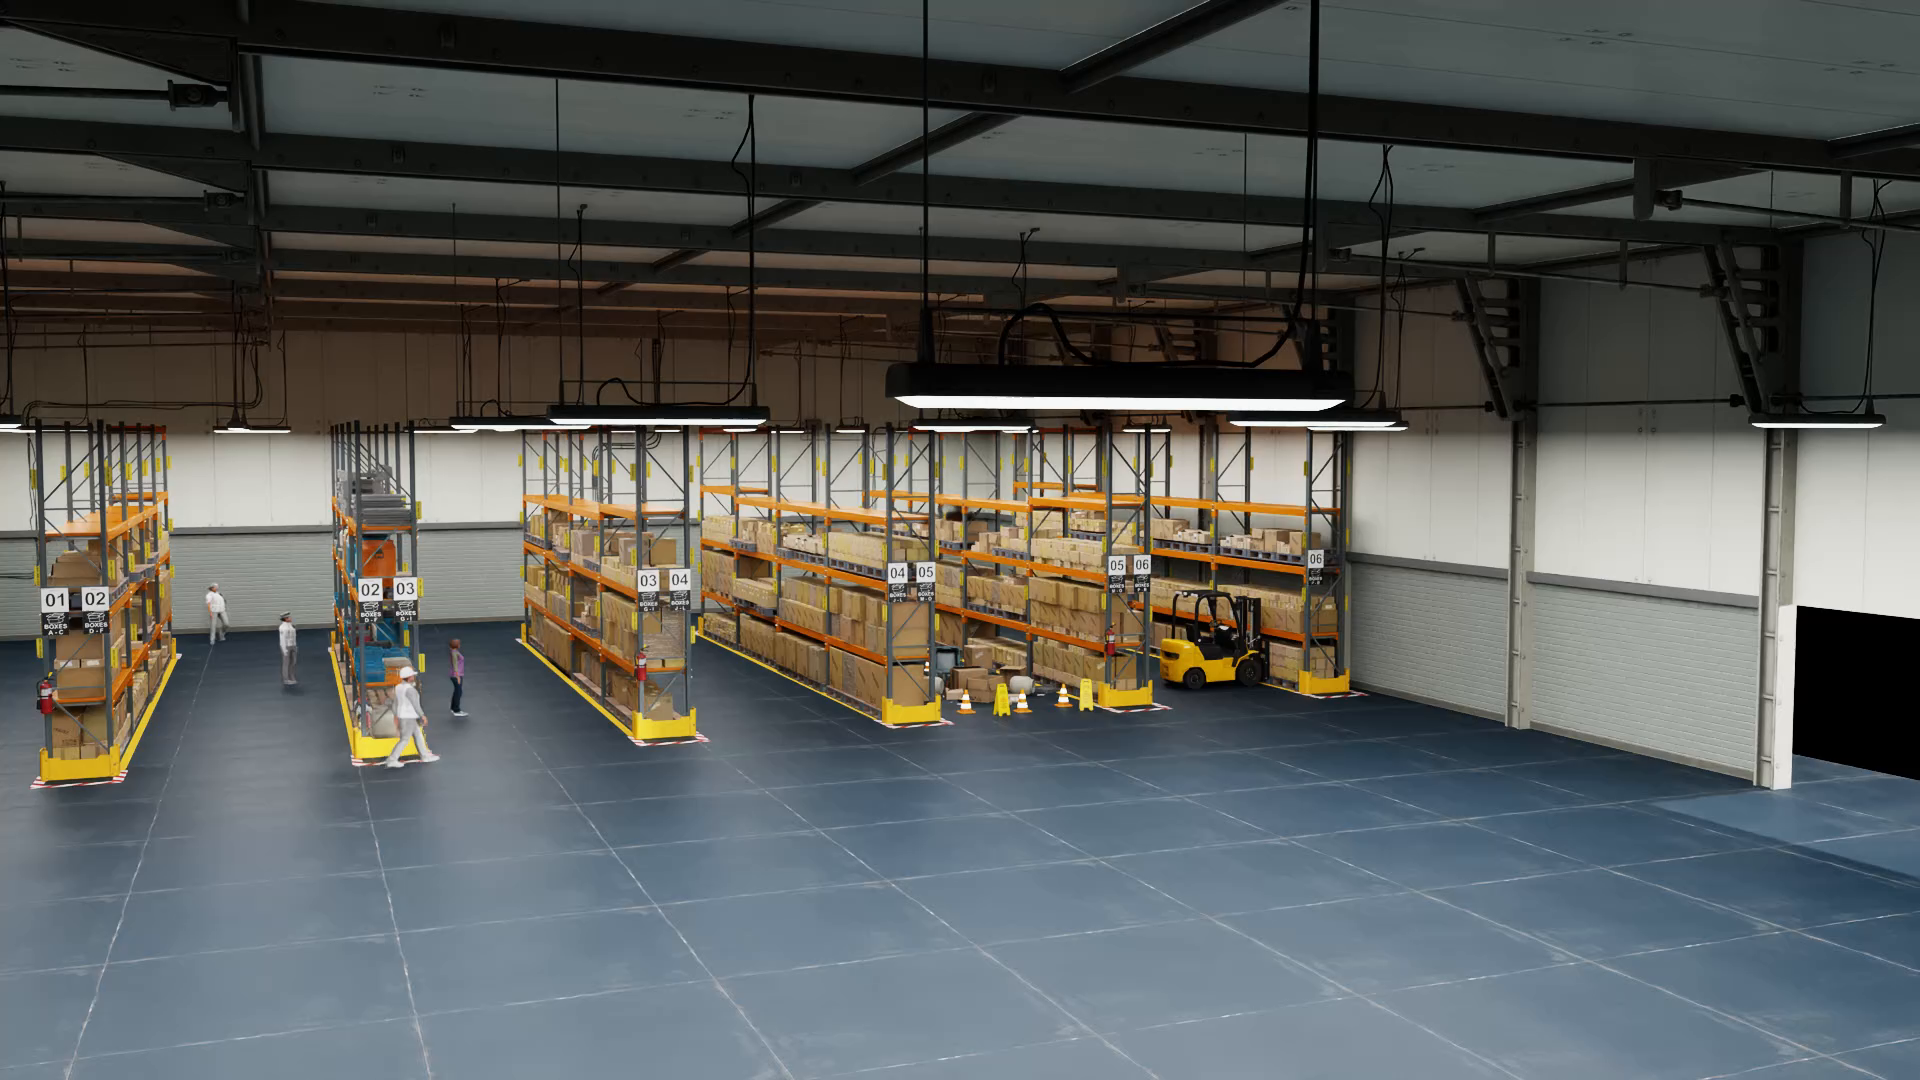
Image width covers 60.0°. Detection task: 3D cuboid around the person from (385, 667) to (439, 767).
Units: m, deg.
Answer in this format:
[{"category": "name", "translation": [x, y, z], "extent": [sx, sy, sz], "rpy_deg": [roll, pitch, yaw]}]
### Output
[{"category": "person", "translation": [-9.470, 3.045, 28.778], "extent": [0.982, 1.724, 0.565], "rpy_deg": [-2, 4, -34]}]

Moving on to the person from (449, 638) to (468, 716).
[{"category": "person", "translation": [-10.296, 2.815, 34.112], "extent": [0.395, 1.626, 0.474], "rpy_deg": [0, 4, -5]}]

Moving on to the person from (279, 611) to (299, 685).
[{"category": "person", "translation": [-15.499, 2.497, 38.413], "extent": [0.379, 1.720, 0.541], "rpy_deg": [1, 4, 17]}]

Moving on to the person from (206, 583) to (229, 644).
[{"category": "person", "translation": [-20.610, 2.021, 46.097], "extent": [0.460, 1.664, 0.555], "rpy_deg": [3, 5, 43]}]
